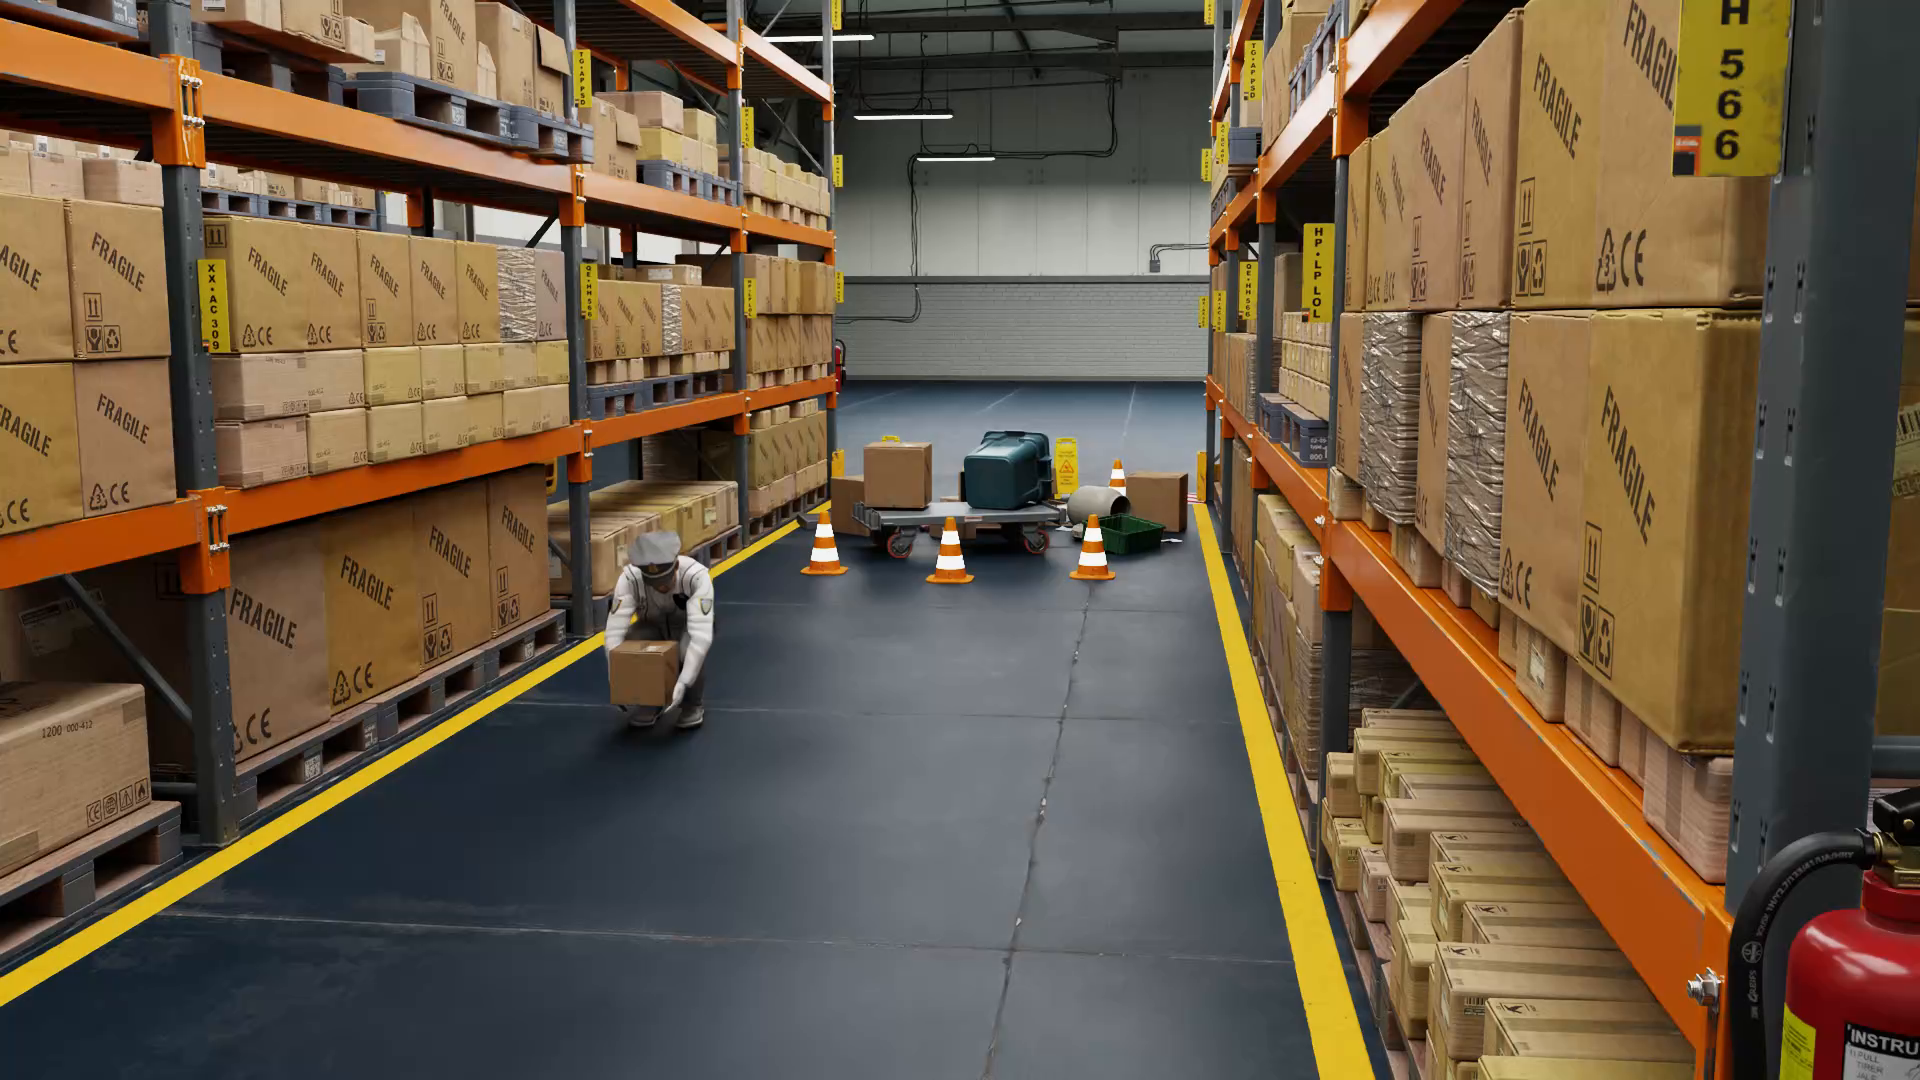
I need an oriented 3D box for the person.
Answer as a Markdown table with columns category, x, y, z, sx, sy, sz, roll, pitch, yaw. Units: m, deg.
| category | x | y | z | sx | sy | sz | roll | pitch | yaw |
| --- | --- | --- | --- | --- | --- | --- | --- | --- | --- |
| person | -1.385 | 0.412 | 7.880 | 0.515 | 0.970 | 0.807 | 1 | 8 | 6 |
